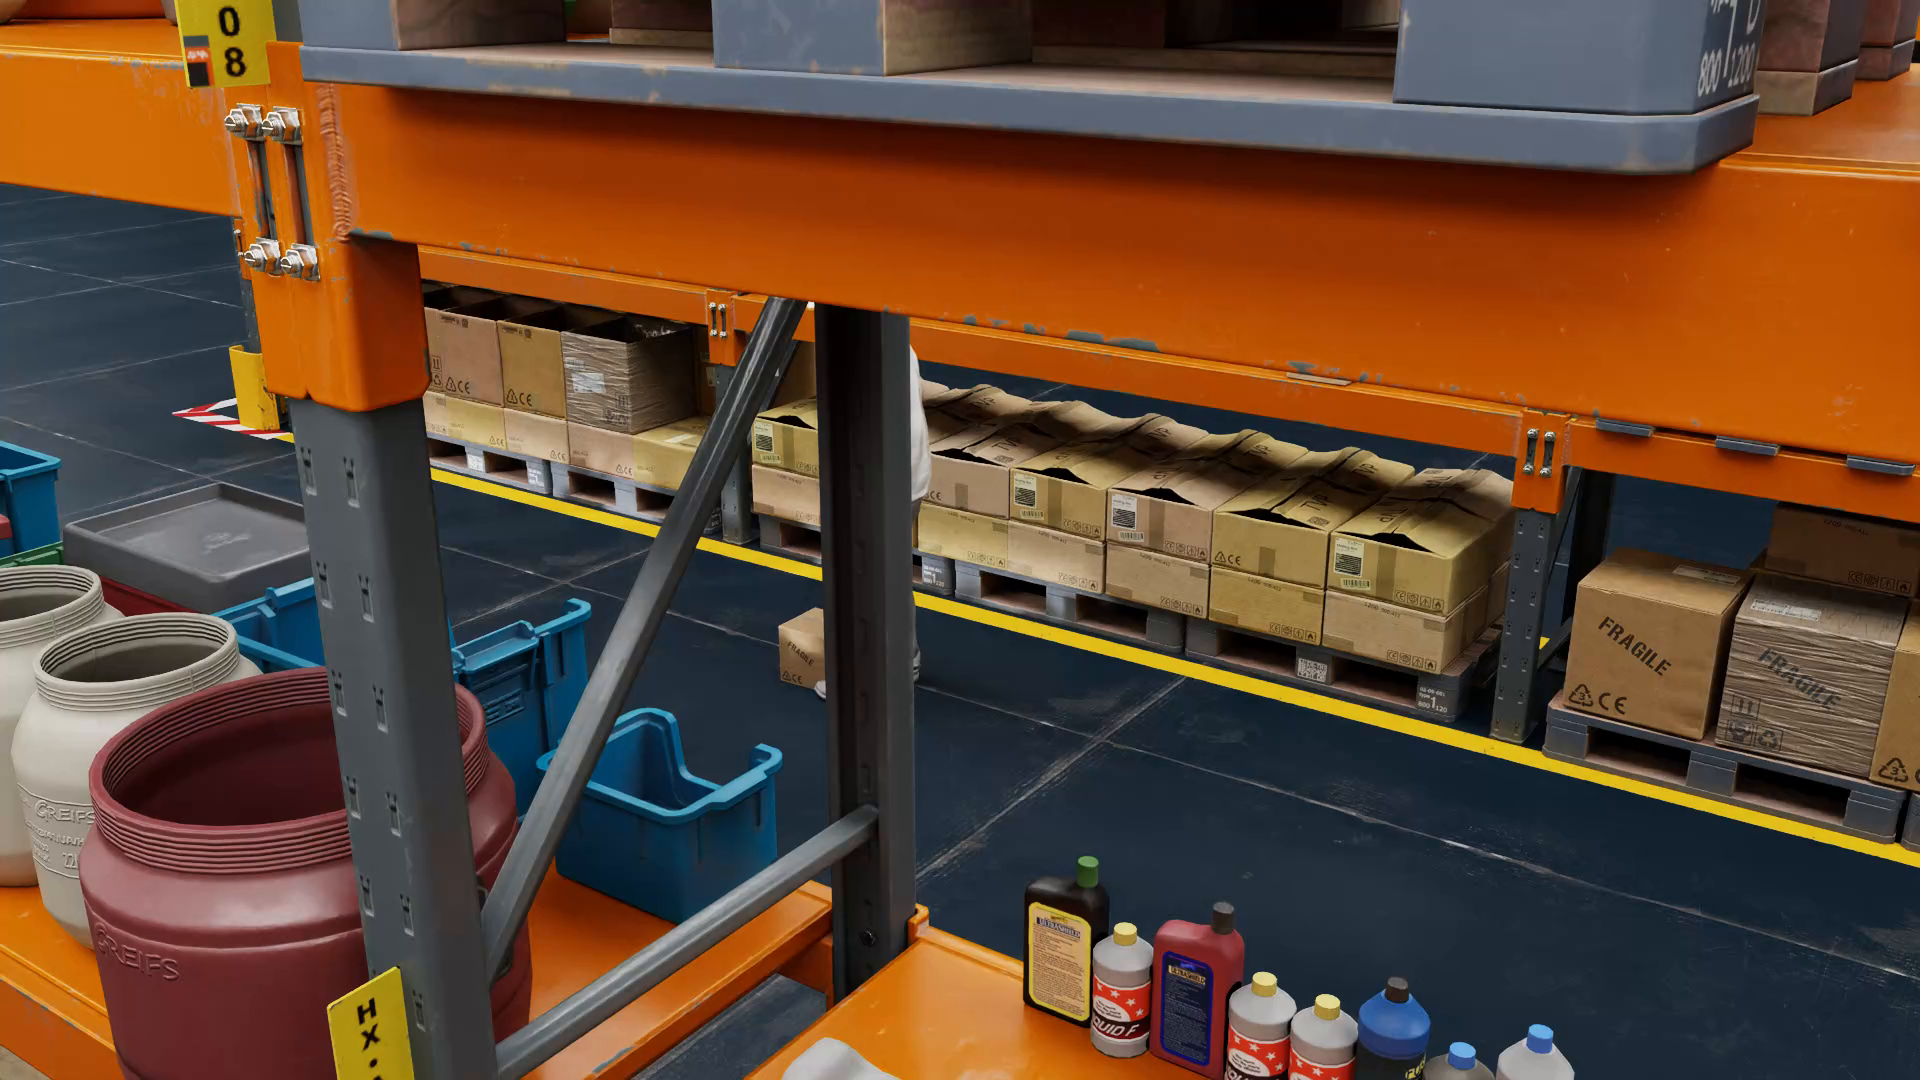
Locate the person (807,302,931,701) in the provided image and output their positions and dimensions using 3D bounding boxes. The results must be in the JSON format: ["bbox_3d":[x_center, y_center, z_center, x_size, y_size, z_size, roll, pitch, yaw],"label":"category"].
[{"bbox_3d":[-0.362,-0.206,6.610,0.467,1.769,0.582,11,23,29],"label":"person"}]
